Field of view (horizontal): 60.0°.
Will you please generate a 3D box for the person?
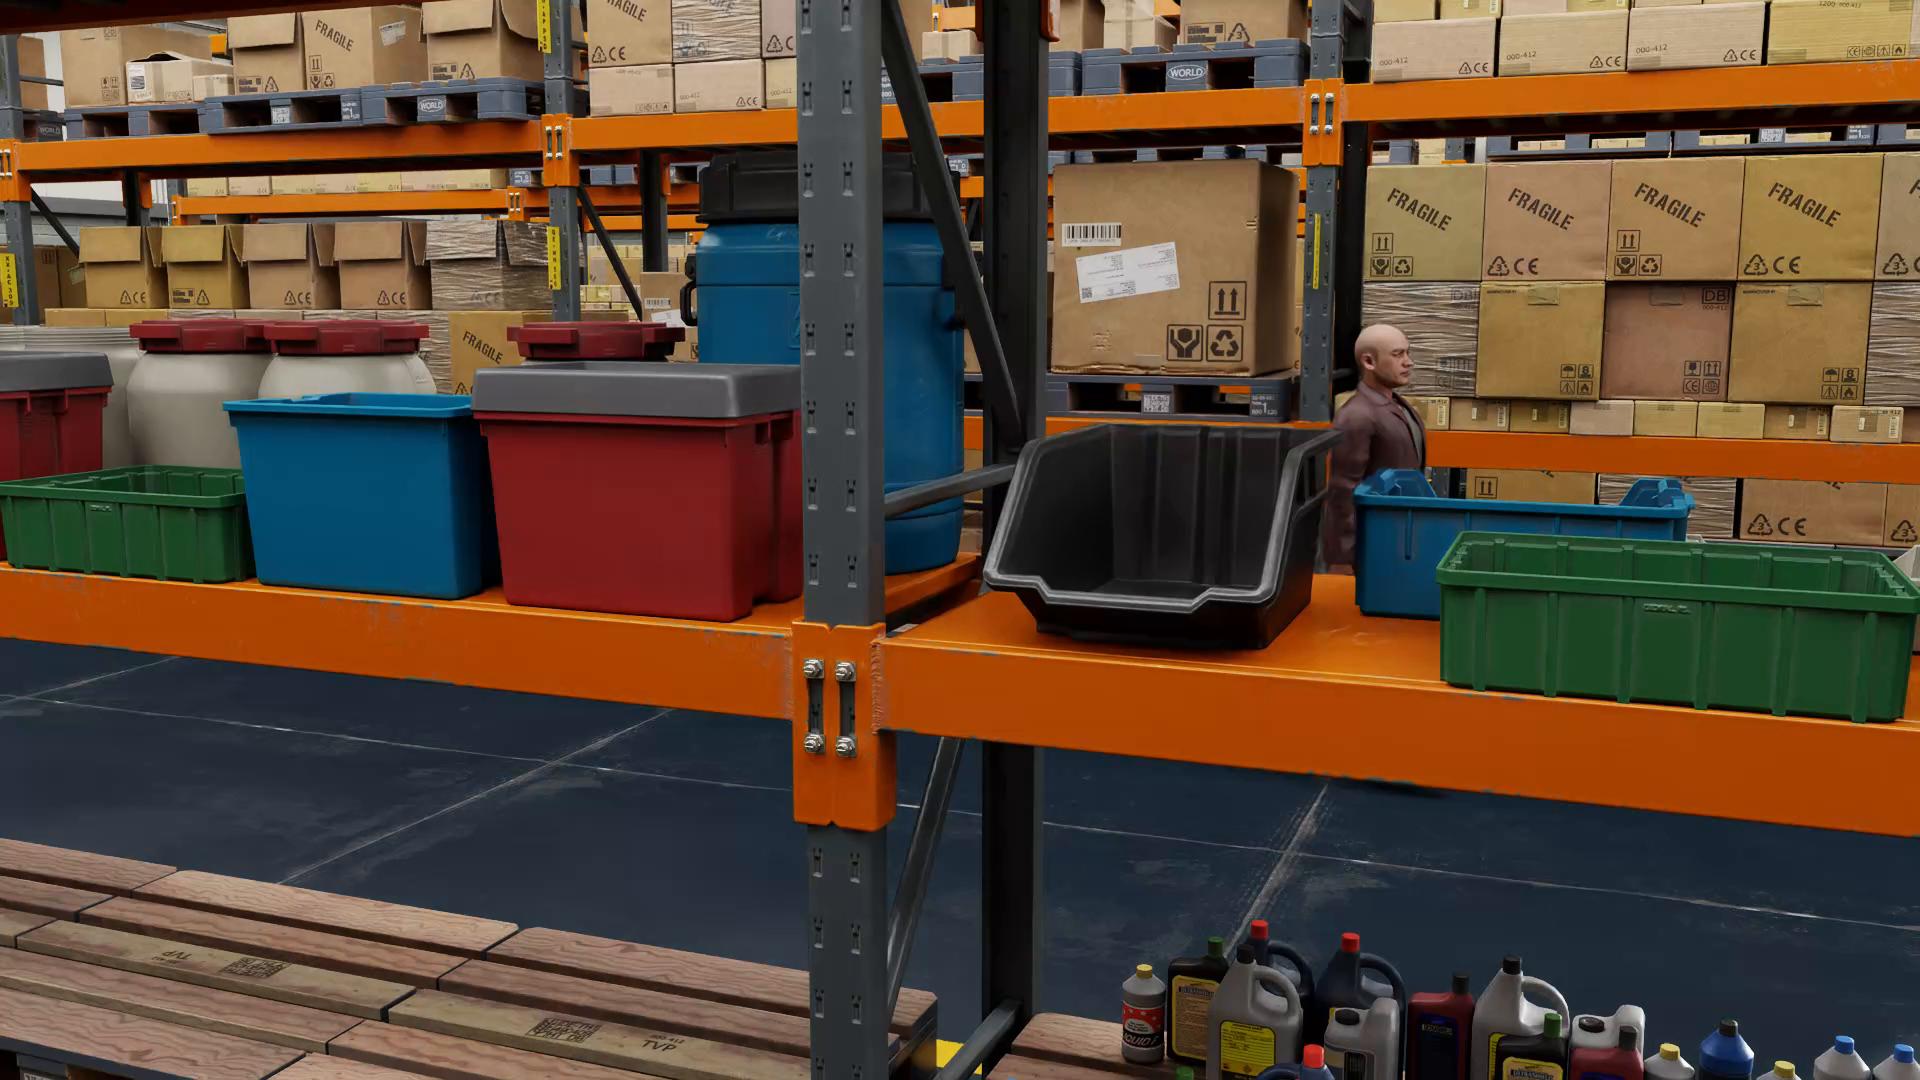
[{"bbox_3d":[1.585,0.044,6.458,0.849,1.753,0.599,5,10,28],"label":"person"}]
